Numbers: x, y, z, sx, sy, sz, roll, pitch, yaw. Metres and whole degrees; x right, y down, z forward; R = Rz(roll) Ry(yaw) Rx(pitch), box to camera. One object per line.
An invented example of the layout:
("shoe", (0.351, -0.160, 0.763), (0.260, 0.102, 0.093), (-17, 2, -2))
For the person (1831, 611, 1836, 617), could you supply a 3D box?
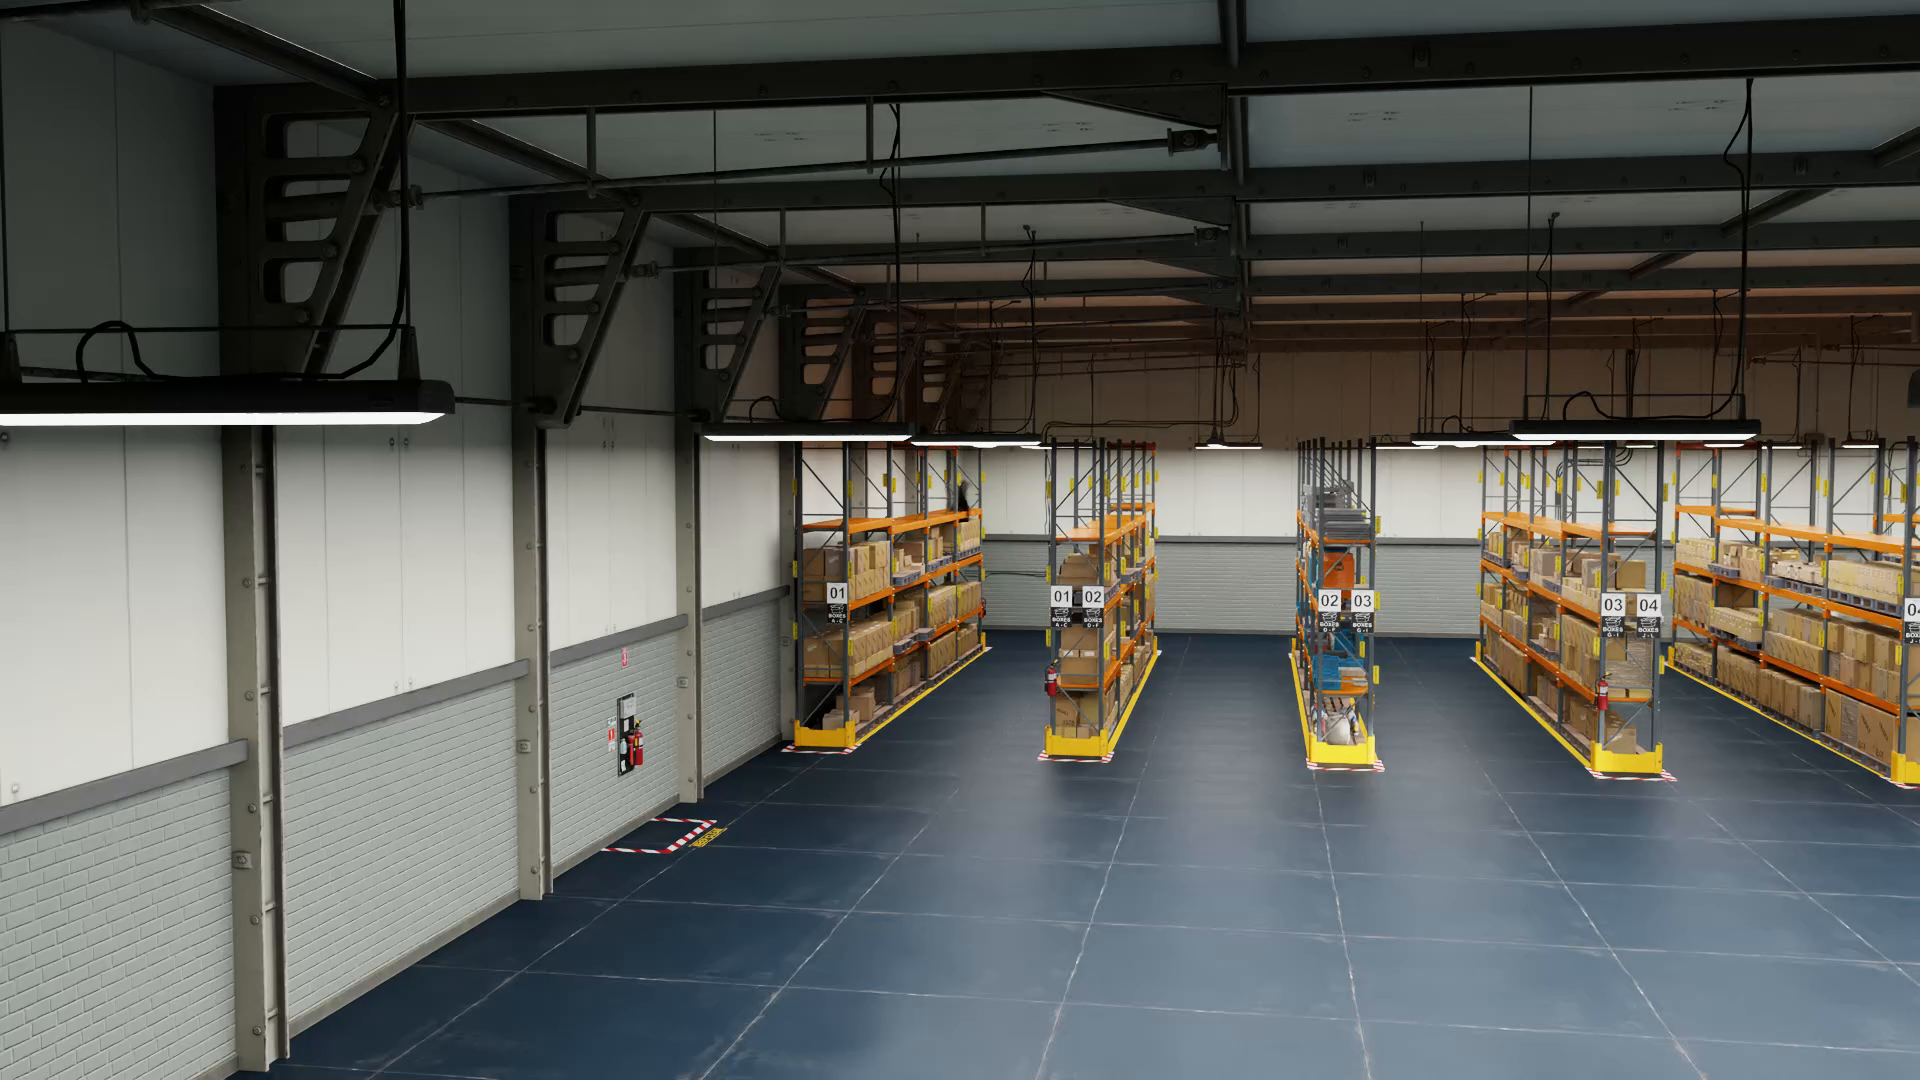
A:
("person", (21.709, 2.646, 41.500), (0.700, 1.748, 0.931), (-1, 3, -10))
